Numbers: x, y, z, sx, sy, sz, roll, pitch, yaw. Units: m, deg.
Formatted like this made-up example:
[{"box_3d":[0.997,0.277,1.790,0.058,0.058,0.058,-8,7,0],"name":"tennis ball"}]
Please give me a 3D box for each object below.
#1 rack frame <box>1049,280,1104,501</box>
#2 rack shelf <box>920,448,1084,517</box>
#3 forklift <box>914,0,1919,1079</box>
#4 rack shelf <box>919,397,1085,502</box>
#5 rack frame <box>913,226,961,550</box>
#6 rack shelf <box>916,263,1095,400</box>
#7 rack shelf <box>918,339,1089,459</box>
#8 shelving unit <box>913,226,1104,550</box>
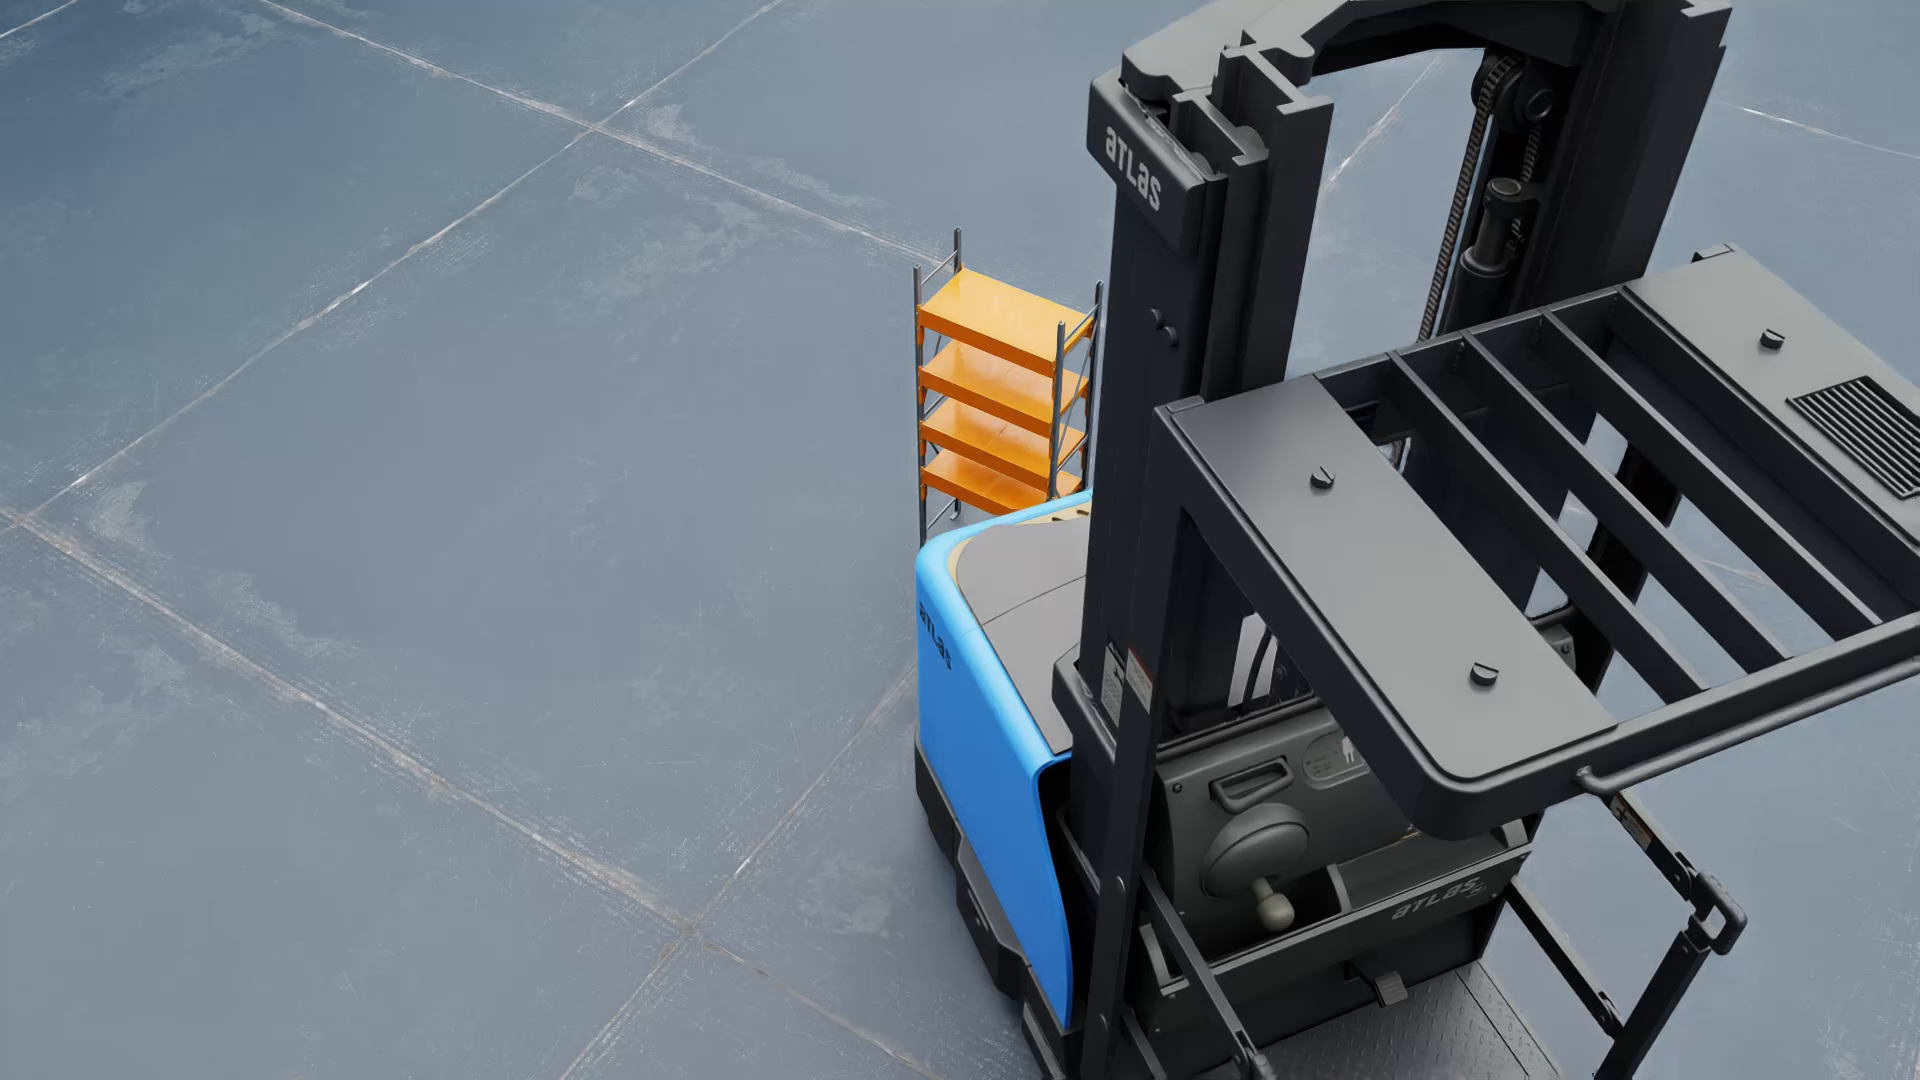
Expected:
[{"box_3d":[0.345,-0.260,5.166,0.015,1.200,0.240,25,51,22],"name":"rack frame"},{"box_3d":[0.139,-0.169,5.448,0.480,0.148,0.258,25,51,22],"name":"rack shelf"},{"box_3d":[0.905,0.570,3.152,1.130,2.935,3.031,-17,48,-16],"name":"forklift"},{"box_3d":[0.139,-0.307,5.306,0.480,0.148,0.258,25,51,22],"name":"rack shelf"},{"box_3d":[-0.066,-0.449,5.349,0.015,1.200,0.240,25,51,22],"name":"rack frame"},{"box_3d":[0.139,-0.628,4.976,0.480,0.148,0.258,25,51,22],"name":"rack shelf"},{"box_3d":[0.139,-0.463,5.145,0.480,0.148,0.258,25,51,22],"name":"rack shelf"},{"box_3d":[0.139,-0.354,5.257,0.503,1.200,0.258,25,51,22],"name":"shelving unit"}]
